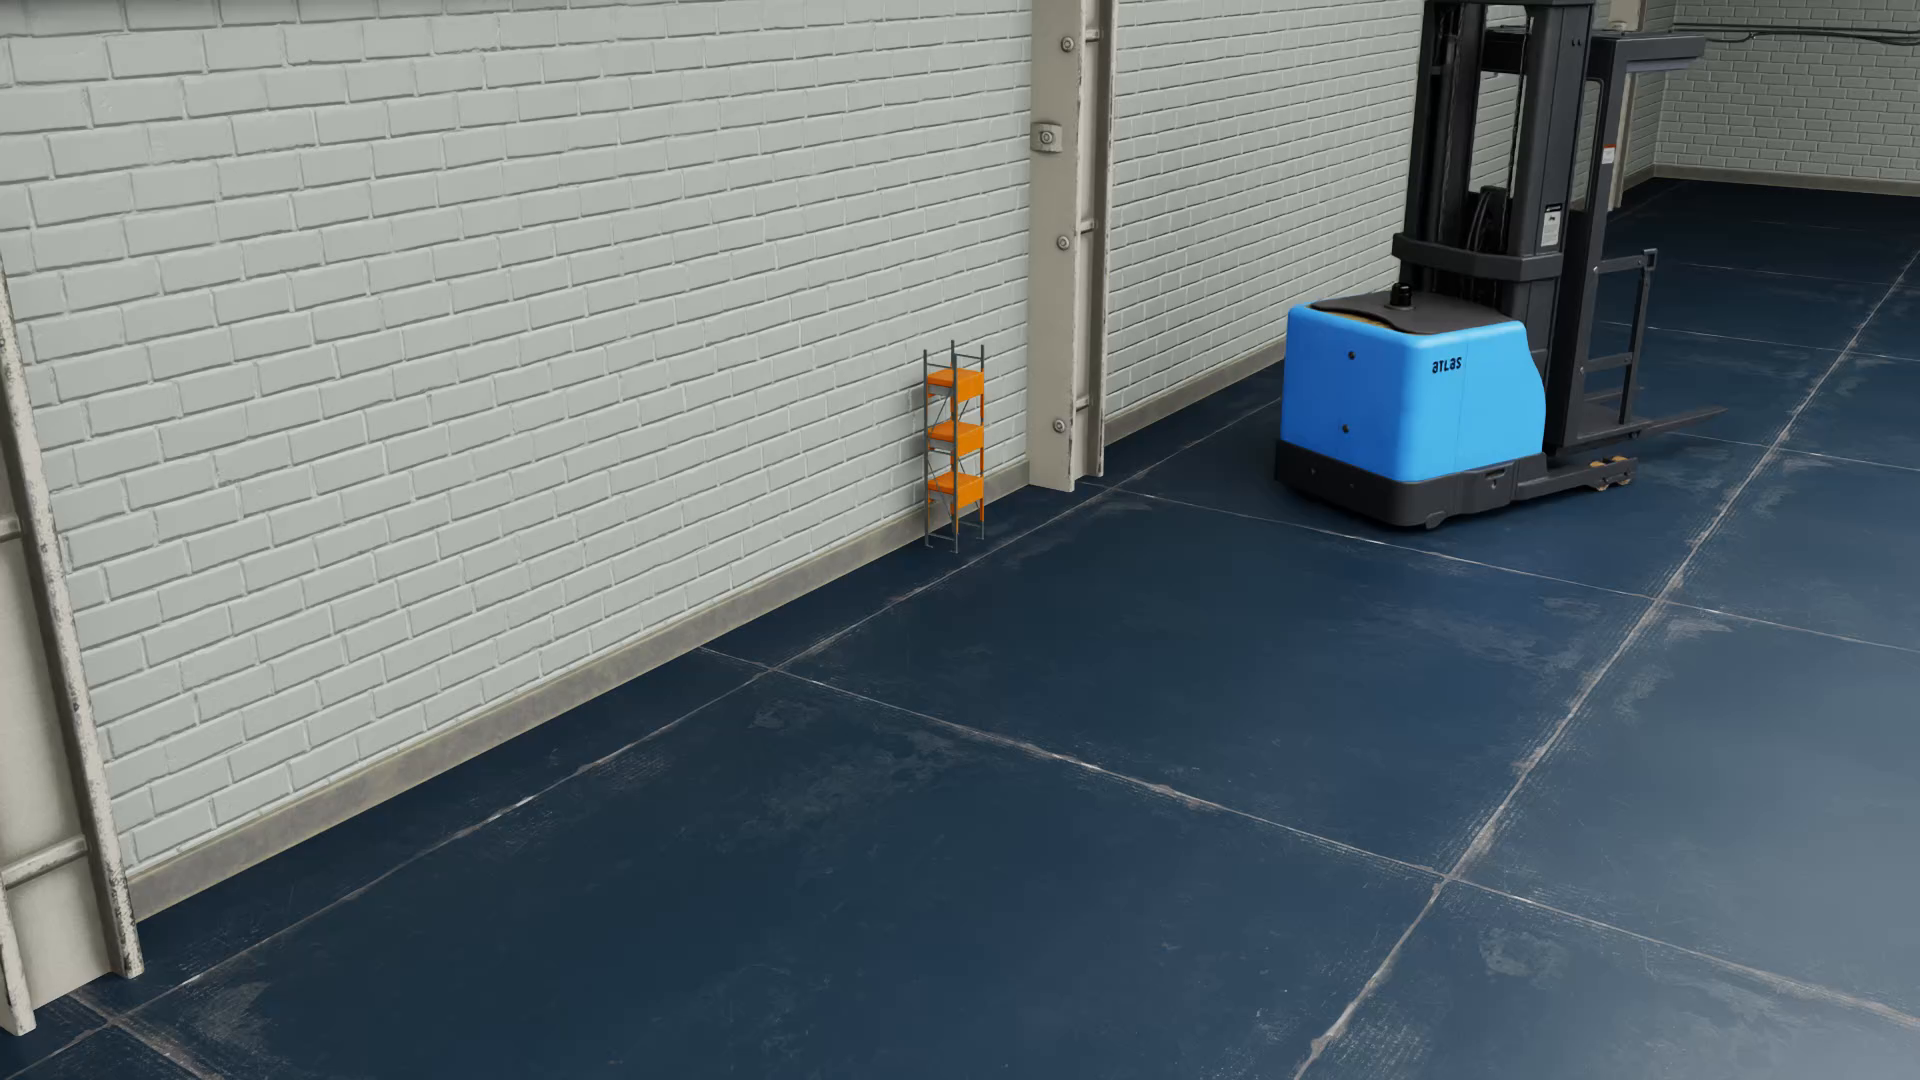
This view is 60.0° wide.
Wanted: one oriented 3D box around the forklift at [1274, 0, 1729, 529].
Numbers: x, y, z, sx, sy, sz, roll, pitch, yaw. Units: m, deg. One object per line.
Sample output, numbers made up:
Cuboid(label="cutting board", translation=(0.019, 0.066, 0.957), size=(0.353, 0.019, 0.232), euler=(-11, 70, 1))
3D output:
Cuboid(label="forklift", translation=(3.318, -1.798, 9.402), size=(3.031, 2.935, 1.130), euler=(-12, 24, -30))

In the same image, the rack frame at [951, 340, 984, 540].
Cuboid(label="rack frame", translation=(0.039, -0.512, 8.636), size=(0.200, 1.050, 0.008), euler=(13, 24, 32))

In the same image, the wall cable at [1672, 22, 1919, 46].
Cuboid(label="wall cable", translation=(10.106, -7.154, 19.610), size=(3.097, 2.526, 0.112), euler=(13, 24, 32))

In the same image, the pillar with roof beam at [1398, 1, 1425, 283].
Cuboid(label="pillar with roof beam", translation=(7.544, -5.462, 10.560), size=(9.100, 9.000, 0.400), euler=(13, 24, 32))

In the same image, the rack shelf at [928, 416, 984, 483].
Cuboid(label="rack shelf", translation=(-0.030, -0.467, 8.545), size=(0.215, 0.259, 0.240), euler=(13, 24, 32))

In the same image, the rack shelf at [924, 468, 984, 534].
Cuboid(label="rack shelf", translation=(-0.030, -0.206, 8.641), size=(0.215, 0.259, 0.240), euler=(13, 24, 32))

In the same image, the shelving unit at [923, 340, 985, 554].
Cuboid(label="shelving unit", translation=(-0.030, -0.477, 8.541), size=(0.215, 1.050, 0.252), euler=(13, 24, 32))

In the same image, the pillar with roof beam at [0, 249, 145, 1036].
Cuboid(label="pillar with roof beam", translation=(0.798, -2.019, 1.252), size=(9.100, 9.000, 0.400), euler=(13, 24, 32))

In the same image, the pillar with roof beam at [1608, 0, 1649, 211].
Cuboid(label="pillar with roof beam", translation=(10.916, -7.183, 15.214), size=(9.100, 9.000, 0.400), euler=(13, 24, 32))

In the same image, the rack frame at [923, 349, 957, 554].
Cuboid(label="rack frame", translation=(-0.099, -0.442, 8.447), size=(0.200, 1.050, 0.008), euler=(13, 24, 32))

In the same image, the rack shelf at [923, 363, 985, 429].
Cuboid(label="rack shelf", translation=(-0.030, -0.733, 8.446), size=(0.215, 0.259, 0.240), euler=(13, 24, 32))

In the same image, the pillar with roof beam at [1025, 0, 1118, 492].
Cuboid(label="pillar with roof beam", translation=(4.171, -3.740, 5.906), size=(9.100, 9.000, 0.400), euler=(13, 24, 32))
